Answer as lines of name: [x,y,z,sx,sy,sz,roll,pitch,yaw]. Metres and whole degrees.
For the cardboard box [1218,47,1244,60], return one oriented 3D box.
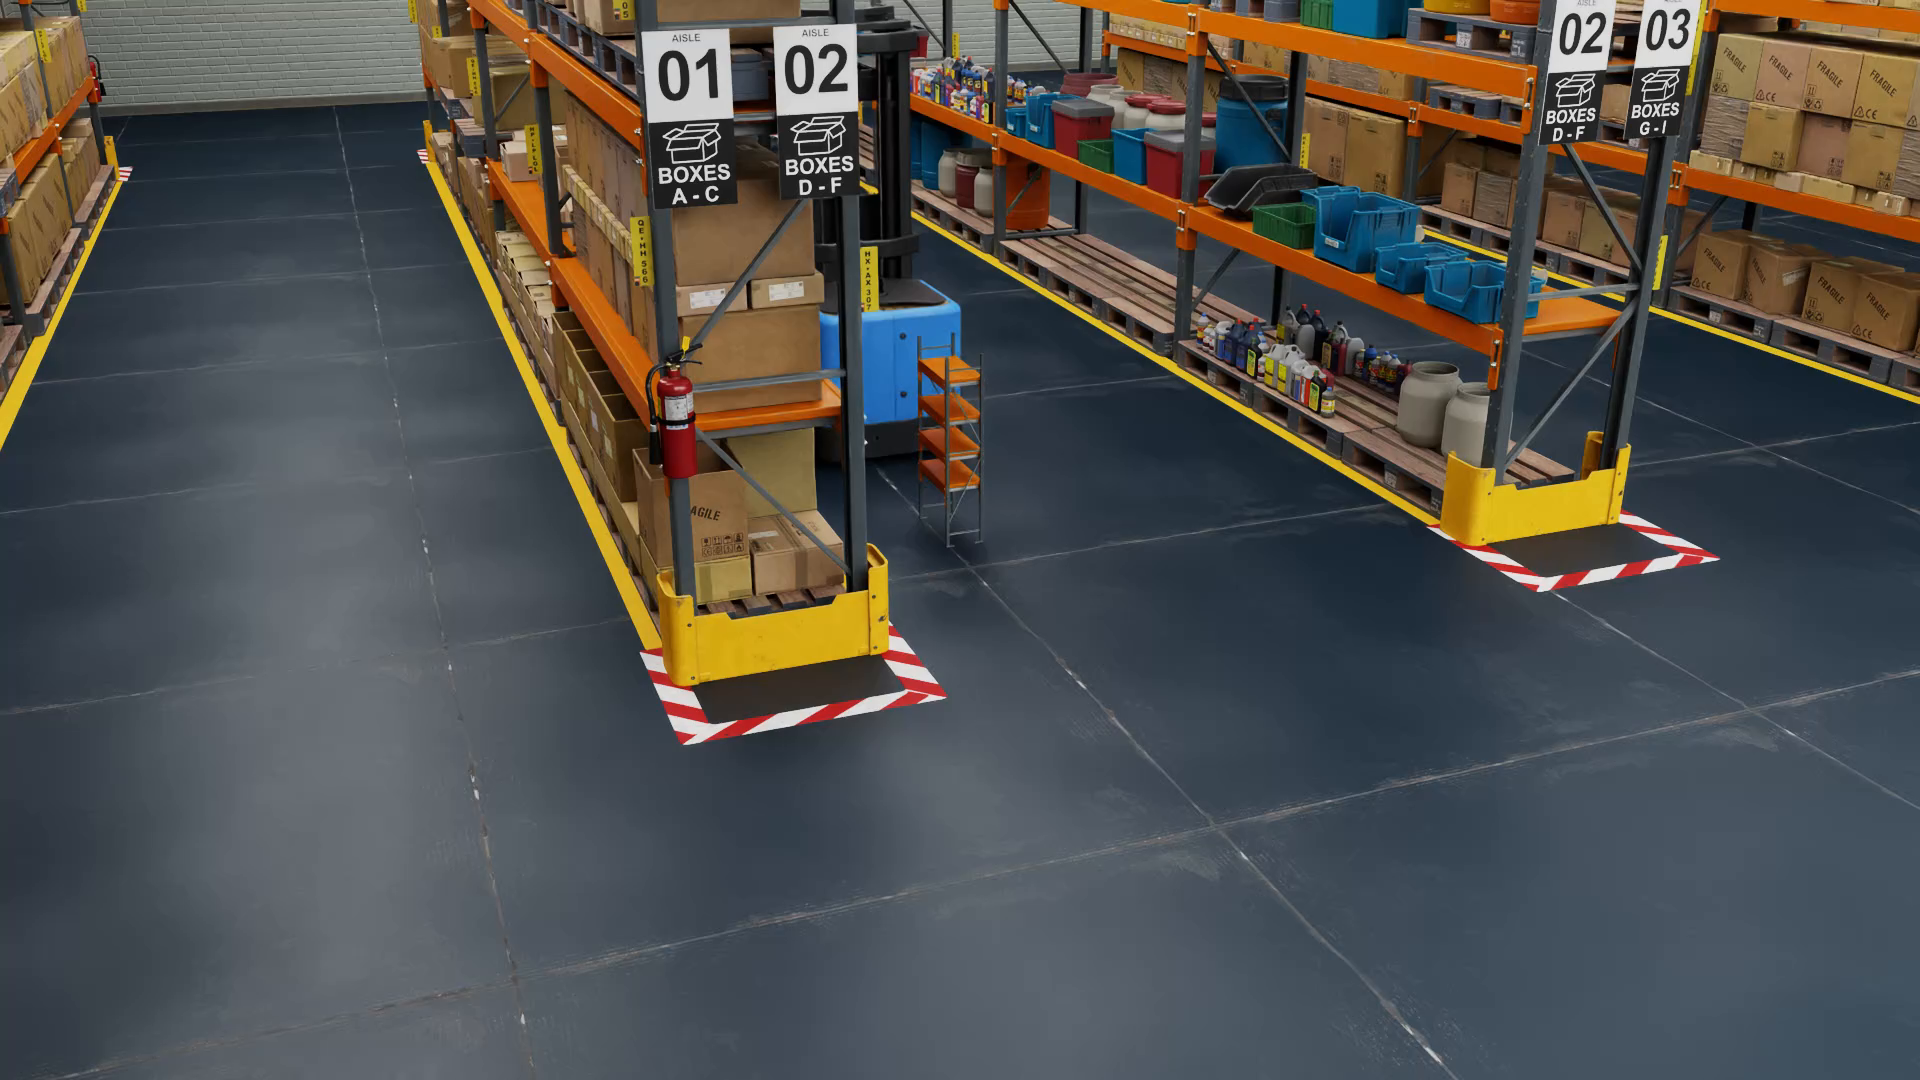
cardboard box: [3.641,-6.448,22.010,0.380,0.149,0.250,-8,24,-19]

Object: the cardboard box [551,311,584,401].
cardboard box: [-2.517,-1.294,11.492,0.500,0.500,0.500,-8,24,-19]

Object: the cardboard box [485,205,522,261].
cardboard box: [-4.351,-3.045,16.265,0.500,0.500,0.500,-7,24,-17]

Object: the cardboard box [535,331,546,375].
cardboard box: [-2.982,-1.455,12.839,0.500,0.250,0.500,-9,24,-20]

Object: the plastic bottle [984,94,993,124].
plastic bottle: [0.293,-4.400,16.977,0.061,0.283,0.133,-8,24,-19]

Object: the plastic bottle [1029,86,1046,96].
plastic bottle: [0.821,-4.677,17.645,0.152,0.276,0.135,-8,24,-19]

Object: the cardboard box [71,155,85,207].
cardboard box: [-10.189,-3.969,18.484,0.700,0.500,0.500,-9,24,-20]

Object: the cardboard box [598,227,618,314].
cardboard box: [-1.859,-1.745,10.400,0.700,0.500,0.500,-8,24,-18]

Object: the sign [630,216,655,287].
sign: [-1.487,-1.353,7.803,0.100,0.325,0.005,-8,24,-19]

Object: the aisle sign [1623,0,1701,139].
aisle sign: [3.960,-2.670,9.376,0.394,0.787,0.004,-8,24,-19]

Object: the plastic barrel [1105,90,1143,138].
plastic barrel: [1.547,-3.919,15.542,0.421,0.512,0.421,0,23,0]

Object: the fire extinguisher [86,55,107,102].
fire extinguisher: [-10.881,-5.823,20.783,0.296,0.674,0.183,-8,24,-19]

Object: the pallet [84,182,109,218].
pallet: [-10.477,-3.905,19.244,1.003,0.211,1.213,-8,24,-19]

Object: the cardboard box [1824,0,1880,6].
cardboard box: [7.158,-4.332,12.997,0.500,0.250,0.500,-9,25,-21]

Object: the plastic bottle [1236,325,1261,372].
plastic bottle: [2.211,-1.475,12.731,0.144,0.351,0.185,-9,25,-21]

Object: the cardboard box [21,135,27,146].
cardboard box: [-9.055,-3.801,15.704,0.380,0.149,0.250,-9,24,-20]

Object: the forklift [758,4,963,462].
forklift: [-0.984,-2.422,12.222,1.130,2.935,3.031,-9,24,-20]

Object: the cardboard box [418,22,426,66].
cardboard box: [-6.717,-6.442,21.544,0.500,0.500,0.500,-8,24,-18]

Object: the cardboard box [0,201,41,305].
cardboard box: [-8.571,-2.494,14.532,0.750,0.750,0.750,-9,24,-20]

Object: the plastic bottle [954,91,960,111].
plastic bottle: [-0.019,-4.702,17.800,0.097,0.201,0.097,0,23,0]

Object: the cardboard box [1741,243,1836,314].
cardboard box: [7.195,-2.275,14.463,0.500,0.500,0.500,-1,23,-2]

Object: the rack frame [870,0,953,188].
rack frame: [-0.578,-5.818,20.193,1.000,3.000,0.127,-8,24,-19]

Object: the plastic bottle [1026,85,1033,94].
plastic bottle: [0.748,-4.713,17.735,0.097,0.271,0.097,0,23,0]

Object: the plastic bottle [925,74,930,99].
plastic bottle: [-0.347,-5.072,18.587,0.097,0.271,0.097,0,23,0]

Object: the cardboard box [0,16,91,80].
cardboard box: [-11.070,-5.867,19.921,0.980,0.700,0.700,-7,24,-17]

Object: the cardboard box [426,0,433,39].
cardboard box: [-5.996,-6.164,19.597,0.500,0.500,0.500,-8,24,-19]

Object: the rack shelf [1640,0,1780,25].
rack shelf: [6.175,-5.369,16.190,1.077,0.370,4.000,-8,24,-19]

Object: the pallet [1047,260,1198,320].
pallet: [1.499,-2.351,15.555,1.003,0.211,1.213,-8,24,-19]

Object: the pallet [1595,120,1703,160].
pallet: [6.747,-3.800,15.652,1.003,0.211,1.213,-8,24,-19]

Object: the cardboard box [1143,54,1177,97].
cardboard box: [3.265,-6.614,24.274,0.875,0.875,0.875,-8,24,-19]

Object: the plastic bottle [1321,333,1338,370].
plastic bottle: [2.840,-1.458,12.777,0.061,0.283,0.133,-8,24,-19]

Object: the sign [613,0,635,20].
sign: [-1.487,-2.464,7.334,0.100,0.325,0.005,-8,24,-19]

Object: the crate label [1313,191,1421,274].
crate label: [2.758,-2.106,11.339,0.502,0.435,0.616,-8,24,-19]

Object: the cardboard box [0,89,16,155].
cardboard box: [-8.542,-3.601,14.395,0.500,0.500,0.500,-8,24,-17]

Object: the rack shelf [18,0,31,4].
rack shelf: [-9.140,-4.783,14.800,1.077,0.370,4.000,-8,24,-19]

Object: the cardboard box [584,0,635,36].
cardboard box: [-1.628,-2.733,8.483,0.500,0.250,0.500,-8,24,-19]

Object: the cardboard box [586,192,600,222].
cardboard box: [-2.112,-2.083,10.366,0.380,0.149,0.250,-9,25,-21]

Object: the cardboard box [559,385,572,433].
cardboard box: [-2.507,-0.950,11.641,0.500,0.250,0.500,-8,24,-19]

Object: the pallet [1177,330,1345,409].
pallet: [2.446,-1.377,13.245,1.003,0.211,1.213,-8,24,-19]

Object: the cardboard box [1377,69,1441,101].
cardboard box: [5.062,-5.236,18.682,0.500,0.500,0.500,-8,24,-17]

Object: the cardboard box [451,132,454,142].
cardboard box: [-5.882,-4.874,20.601,0.797,0.503,0.637,-8,24,-19]

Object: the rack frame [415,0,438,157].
rack frame: [-6.627,-6.593,22.032,1.000,3.000,0.127,-8,24,-19]

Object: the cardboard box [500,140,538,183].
cardboard box: [-3.666,-3.294,14.318,0.500,0.311,0.500,-9,24,-20]

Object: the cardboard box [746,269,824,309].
cardboard box: [-0.912,-1.297,8.501,0.380,0.149,0.250,-9,24,-19]

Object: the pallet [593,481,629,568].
pallet: [-1.711,-0.210,10.476,1.003,0.211,1.213,-8,24,-19]

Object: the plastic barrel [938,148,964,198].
plastic barrel: [-0.036,-4.191,18.993,0.421,0.512,0.421,0,23,0]

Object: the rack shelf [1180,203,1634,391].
rack shelf: [2.954,-1.853,11.711,1.077,0.370,4.000,-8,24,-19]

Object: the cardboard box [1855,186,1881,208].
cardboard box: [7.349,-2.728,13.184,0.380,0.149,0.250,-8,24,-19]

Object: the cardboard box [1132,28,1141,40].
cardboard box: [2.735,-7.381,24.223,0.380,0.149,0.250,-9,24,-20]

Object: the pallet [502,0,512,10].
pallet: [-3.079,-4.342,13.070,1.003,0.211,1.213,-7,24,-17]

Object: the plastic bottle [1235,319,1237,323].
plastic bottle: [2.189,-1.588,13.086,0.061,0.283,0.133,-8,24,-19]

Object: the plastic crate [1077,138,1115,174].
plastic crate: [1.368,-3.408,14.746,0.450,0.188,0.662,-8,24,-19]

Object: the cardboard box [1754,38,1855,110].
cardboard box: [6.981,-3.855,13.736,0.500,0.500,0.500,-8,24,-19]

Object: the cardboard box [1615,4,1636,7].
cardboard box: [8.718,-7.002,22.018,0.380,0.149,0.250,-9,24,-20]

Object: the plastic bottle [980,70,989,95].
plastic bottle: [0.300,-5.213,18.916,0.152,0.276,0.135,-8,24,-19]

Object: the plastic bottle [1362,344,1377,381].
plastic bottle: [3.084,-1.340,12.513,0.097,0.271,0.097,0,23,0]

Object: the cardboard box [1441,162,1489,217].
cardboard box: [5.724,-3.855,18.185,0.700,0.500,0.500,-10,25,-22]

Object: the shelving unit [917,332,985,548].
shelving unit: [-0.058,-0.613,10.160,0.258,1.200,0.503,-8,24,-19]
